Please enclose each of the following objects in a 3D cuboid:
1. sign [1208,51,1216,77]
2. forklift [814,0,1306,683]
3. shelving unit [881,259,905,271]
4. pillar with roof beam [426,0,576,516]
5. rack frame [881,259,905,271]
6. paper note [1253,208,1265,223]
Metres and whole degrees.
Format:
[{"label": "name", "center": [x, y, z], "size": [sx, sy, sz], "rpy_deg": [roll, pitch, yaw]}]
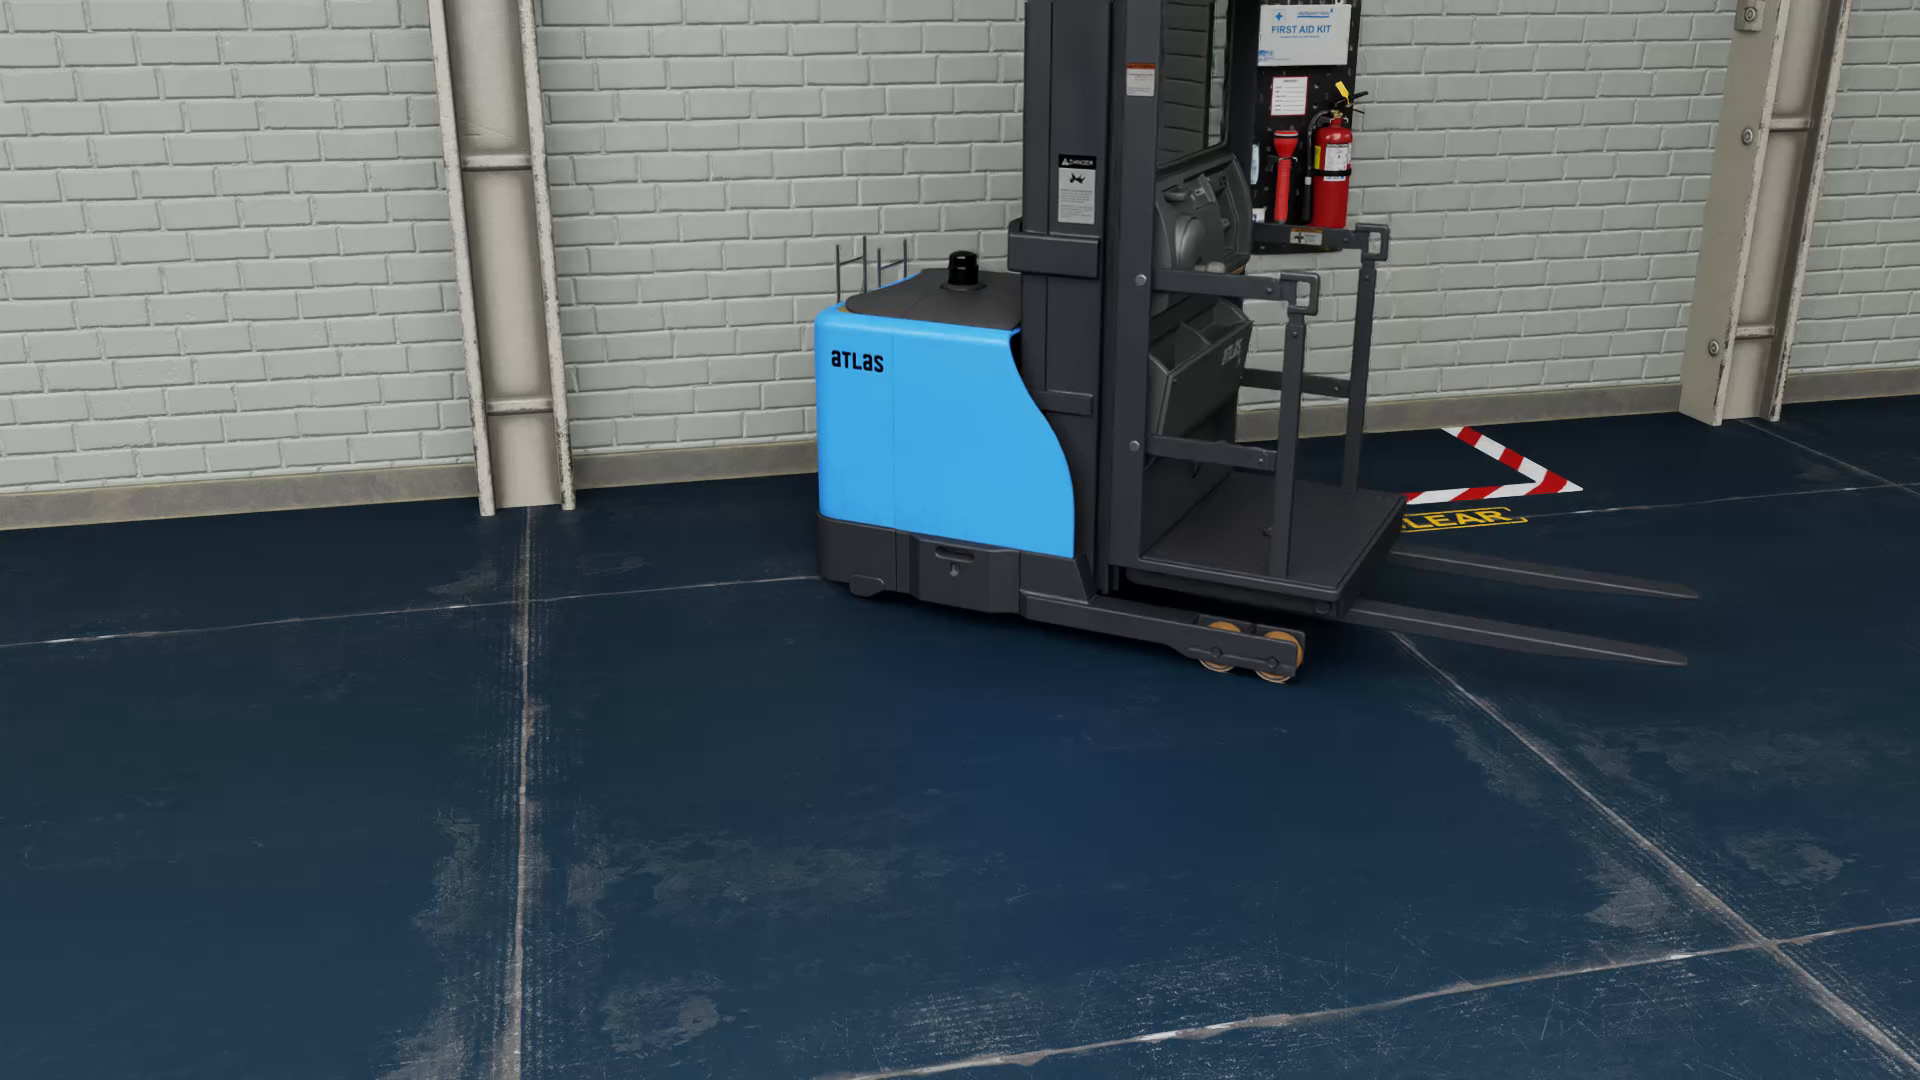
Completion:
[{"label": "sign", "center": [0.984, -2.124, 7.429], "size": [0.331, 0.109, 0.001], "rpy_deg": [-5, 21, -12]}, {"label": "forklift", "center": [1.017, -1.111, 5.587], "size": [3.031, 2.935, 1.130], "rpy_deg": [9, 22, 24]}, {"label": "shelving unit", "center": [-0.345, -0.604, 6.720], "size": [0.183, 1.046, 0.258], "rpy_deg": [9, 22, 24]}, {"label": "pillar with roof beam", "center": [-0.896, -2.954, 1.795], "size": [0.400, 9.000, 9.100], "rpy_deg": [-5, 21, -12]}, {"label": "rack frame", "center": [-0.264, -0.591, 6.682], "size": [0.002, 1.046, 0.228], "rpy_deg": [9, 22, 24]}, {"label": "paper note", "center": [1.351, -1.465, 7.735], "size": [0.142, 0.148, 0.016], "rpy_deg": [-5, 21, -12]}]
